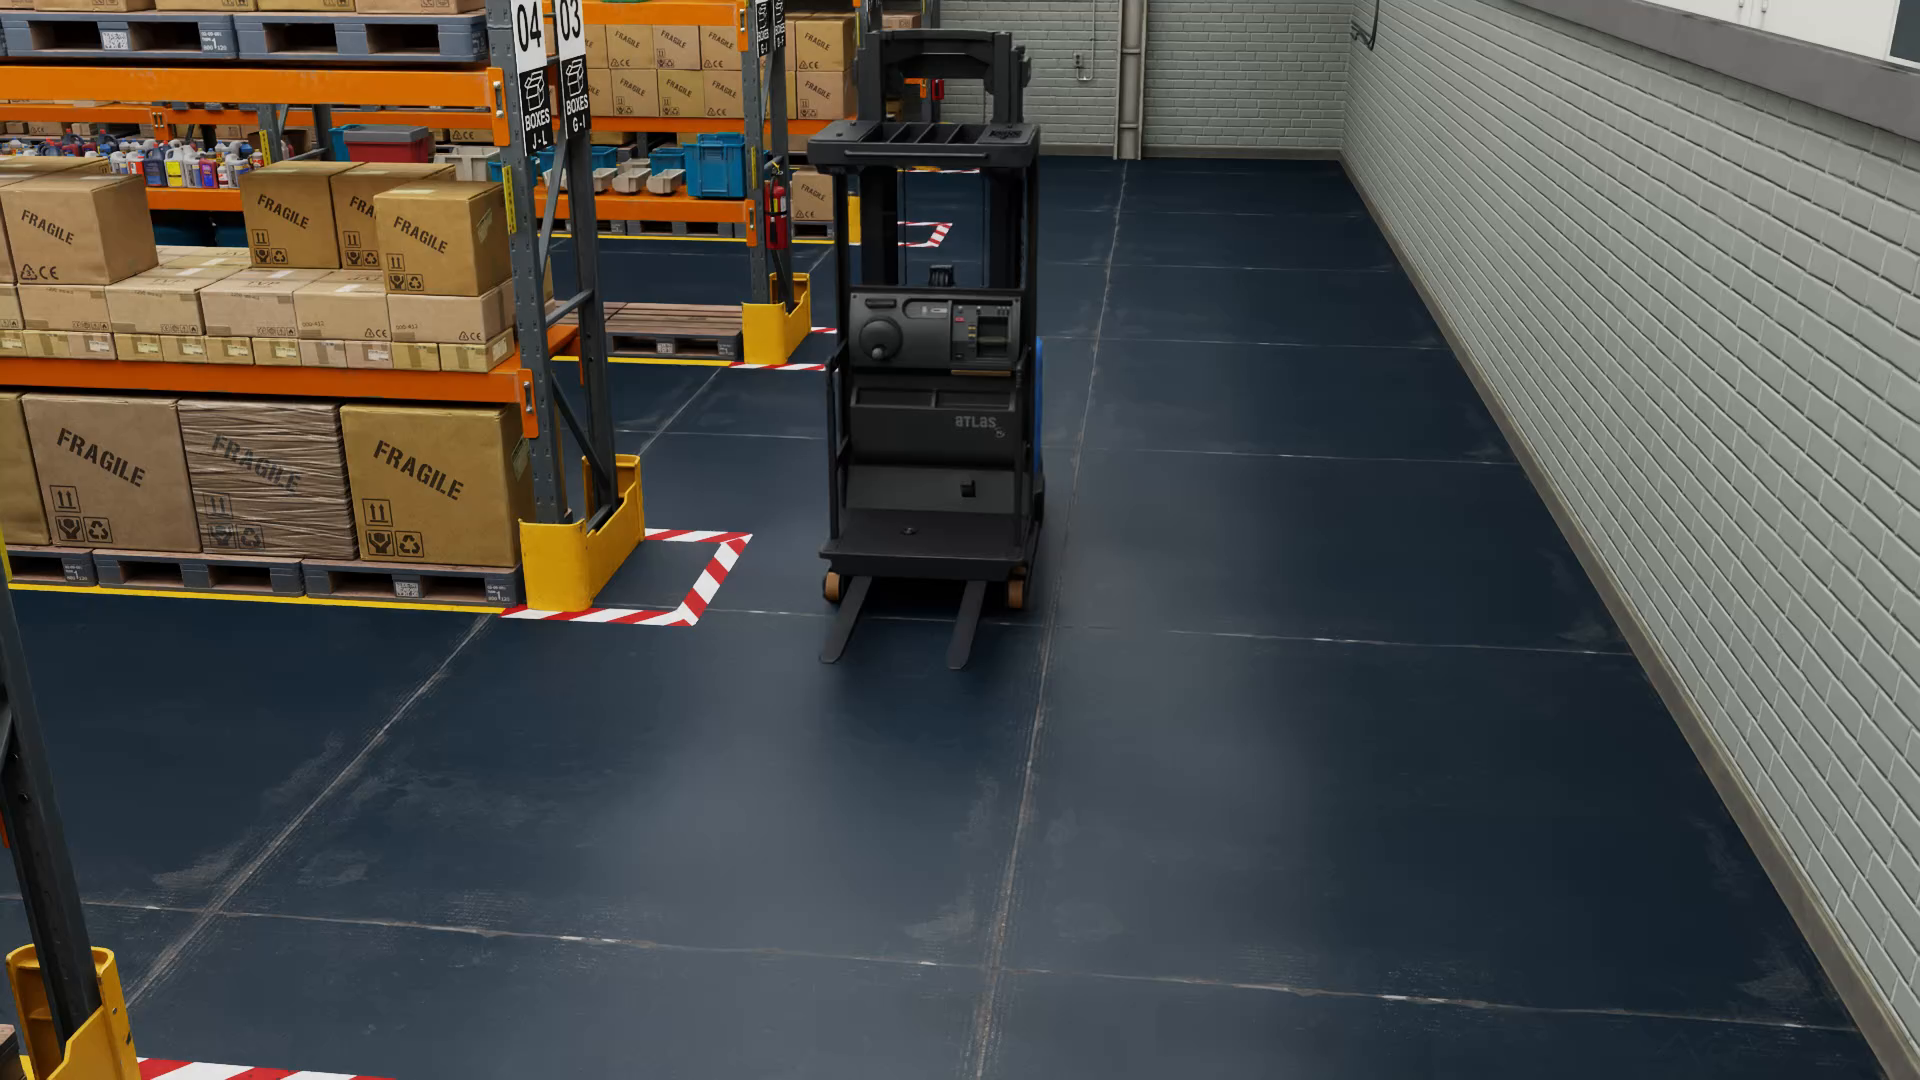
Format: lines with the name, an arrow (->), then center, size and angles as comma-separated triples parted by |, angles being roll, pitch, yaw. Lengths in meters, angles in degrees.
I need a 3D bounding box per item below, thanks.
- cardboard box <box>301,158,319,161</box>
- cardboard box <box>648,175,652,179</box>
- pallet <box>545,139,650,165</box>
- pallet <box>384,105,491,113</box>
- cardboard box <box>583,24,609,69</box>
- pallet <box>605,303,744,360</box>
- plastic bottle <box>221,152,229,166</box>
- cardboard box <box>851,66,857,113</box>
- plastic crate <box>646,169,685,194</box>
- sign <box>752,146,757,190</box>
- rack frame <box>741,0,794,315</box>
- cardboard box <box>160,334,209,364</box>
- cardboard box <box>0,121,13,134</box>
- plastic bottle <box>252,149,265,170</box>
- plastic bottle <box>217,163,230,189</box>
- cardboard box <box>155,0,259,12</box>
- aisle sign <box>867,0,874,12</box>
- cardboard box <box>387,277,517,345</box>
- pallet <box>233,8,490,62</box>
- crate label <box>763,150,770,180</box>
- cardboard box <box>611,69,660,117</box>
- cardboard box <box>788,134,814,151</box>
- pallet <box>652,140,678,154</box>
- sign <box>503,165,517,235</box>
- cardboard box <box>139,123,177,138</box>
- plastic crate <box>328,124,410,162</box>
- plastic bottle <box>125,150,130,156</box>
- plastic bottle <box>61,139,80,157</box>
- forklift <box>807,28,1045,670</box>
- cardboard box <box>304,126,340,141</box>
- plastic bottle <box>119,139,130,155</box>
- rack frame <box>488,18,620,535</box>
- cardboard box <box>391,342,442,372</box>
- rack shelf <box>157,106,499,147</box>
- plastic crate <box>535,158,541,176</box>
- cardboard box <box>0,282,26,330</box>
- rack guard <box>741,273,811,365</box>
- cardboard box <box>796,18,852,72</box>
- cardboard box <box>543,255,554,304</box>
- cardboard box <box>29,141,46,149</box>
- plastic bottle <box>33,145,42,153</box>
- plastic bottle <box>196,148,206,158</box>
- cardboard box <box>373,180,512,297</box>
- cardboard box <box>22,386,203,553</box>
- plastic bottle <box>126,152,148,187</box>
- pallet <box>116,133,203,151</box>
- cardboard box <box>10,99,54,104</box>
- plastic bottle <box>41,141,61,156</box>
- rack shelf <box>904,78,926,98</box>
cardboard box -> -7.481, -4.062, 18.935 | 0.500, 0.500, 0.500 | 2, 22, 6
cardboard box -> -3.601, -4.015, 19.075 | 0.500, 0.311, 0.500 | 2, 22, 6
pallet -> -5.141, -5.533, 23.647 | 1.213, 0.211, 1.003 | 2, 22, 6
pallet -> -5.726, -5.000, 18.768 | 1.213, 0.211, 1.003 | 2, 22, 6
cardboard box -> -3.998, -5.381, 17.974 | 0.500, 0.500, 0.500 | 2, 22, 5
pallet -> -2.374, -1.786, 14.171 | 1.213, 0.211, 1.003 | 2, 22, 6
plastic bottle -> -6.306, -3.243, 14.332 | 0.097, 0.201, 0.097 | 0, 22, 0
cardboard box -> -1.382, -5.004, 18.380 | 0.500, 0.500, 0.500 | 3, 22, 7
plastic crate -> -2.390, -2.908, 13.492 | 0.243, 0.136, 0.396 | 2, 22, 6
sign -> -1.608, -2.908, 12.993 | 0.005, 0.325, 0.100 | 2, 22, 6
rack frame -> -1.559, -3.033, 13.532 | 0.127, 3.000, 1.000 | 2, 22, 6
cardboard box -> -4.053, -1.070, 8.907 | 0.250, 0.149, 0.380 | 3, 22, 7
cardboard box -> -14.317, -6.247, 24.464 | 0.500, 0.500, 0.700 | 1, 22, 3
plastic bottle -> -6.095, -3.290, 14.451 | 0.097, 0.201, 0.097 | 0, 22, 0
plastic bottle -> -6.079, -3.008, 13.739 | 0.097, 0.201, 0.097 | 0, 22, 0
cardboard box -> -3.729, -2.984, 8.485 | 0.500, 0.500, 0.700 | 1, 22, 3
aisle sign -> -0.941, -5.936, 17.338 | 0.004, 0.787, 0.394 | 2, 22, 6
cardboard box -> -2.655, -1.218, 8.739 | 0.500, 0.250, 0.500 | 2, 22, 5
pallet -> -2.880, -2.607, 8.495 | 1.213, 0.211, 1.003 | 2, 22, 6
crate label -> -1.766, -3.114, 13.883 | 0.303, 0.233, 0.416 | 2, 22, 6
cardboard box -> -3.465, -4.896, 18.108 | 0.500, 0.500, 0.500 | 2, 22, 6
cardboard box -> -2.097, -5.720, 23.157 | 0.500, 0.500, 0.700 | 2, 22, 5
pallet -> -3.620, -5.465, 23.476 | 1.213, 0.211, 1.003 | 2, 22, 6
sign -> -2.220, -1.676, 8.202 | 0.005, 0.325, 0.100 | 2, 22, 6
cardboard box -> -11.577, -6.186, 24.308 | 0.500, 0.500, 0.700 | 3, 22, 8
plastic crate -> -5.028, -3.331, 14.226 | 0.575, 0.384, 0.392 | 2, 22, 6
plastic bottle -> -6.962, -3.135, 13.965 | 0.097, 0.271, 0.097 | 0, 22, 0
plastic bottle -> -7.750, -3.353, 14.501 | 0.133, 0.283, 0.061 | 2, 22, 6
forklift -> -0.157, -1.117, 8.780 | 1.130, 2.935, 3.031 | 2, 22, 6
cardboard box -> -9.059, -6.051, 23.966 | 0.500, 0.500, 0.700 | 3, 22, 7
plastic bottle -> -7.305, -3.375, 14.572 | 0.097, 0.271, 0.097 | 0, 22, 0
rack frame -> -2.142, -1.225, 8.958 | 0.127, 3.000, 1.000 | 2, 22, 6
cardboard box -> -2.793, -1.014, 8.766 | 0.250, 0.149, 0.380 | 3, 22, 7
rack shelf -> -6.931, -4.767, 18.895 | 4.000, 0.370, 1.077 | 2, 22, 6
plastic crate -> -3.767, -3.146, 14.095 | 0.466, 0.136, 0.293 | 2, 22, 6
cardboard box -> -5.185, -1.327, 9.017 | 0.500, 0.250, 0.500 | 2, 22, 6
rack guard -> -1.534, -1.874, 14.001 | 0.348, 0.500, 1.175 | 2, 22, 6
cardboard box -> -1.447, -5.272, 17.699 | 0.500, 0.500, 0.500 | 2, 22, 6
cardboard box -> -2.587, -1.413, 9.233 | 0.500, 0.250, 0.500 | 2, 22, 5
cardboard box -> -10.942, -4.560, 19.799 | 0.500, 0.311, 0.500 | 2, 22, 6
plastic bottle -> -8.130, -3.378, 14.675 | 0.097, 0.201, 0.097 | 0, 22, 0
plastic bottle -> -6.615, -3.312, 14.508 | 0.097, 0.201, 0.097 | 0, 22, 0
cardboard box -> -2.657, -1.567, 8.604 | 0.500, 0.500, 0.500 | 3, 22, 7
cardboard box -> -4.575, -0.508, 9.465 | 0.875, 0.875, 0.875 | 2, 22, 6
plastic bottle -> -6.825, -3.085, 13.833 | 0.135, 0.276, 0.152 | 2, 22, 6
pallet -> -11.537, -5.840, 24.424 | 1.213, 0.211, 1.003 | 2, 22, 6
cardboard box -> -10.585, -5.301, 19.132 | 0.500, 0.500, 0.500 | 1, 22, 3
plastic bottle -> -7.577, -3.151, 13.898 | 0.185, 0.351, 0.144 | 2, 22, 6
rack shelf -> -2.380, -6.402, 23.033 | 4.000, 0.370, 1.077 | 2, 22, 6
